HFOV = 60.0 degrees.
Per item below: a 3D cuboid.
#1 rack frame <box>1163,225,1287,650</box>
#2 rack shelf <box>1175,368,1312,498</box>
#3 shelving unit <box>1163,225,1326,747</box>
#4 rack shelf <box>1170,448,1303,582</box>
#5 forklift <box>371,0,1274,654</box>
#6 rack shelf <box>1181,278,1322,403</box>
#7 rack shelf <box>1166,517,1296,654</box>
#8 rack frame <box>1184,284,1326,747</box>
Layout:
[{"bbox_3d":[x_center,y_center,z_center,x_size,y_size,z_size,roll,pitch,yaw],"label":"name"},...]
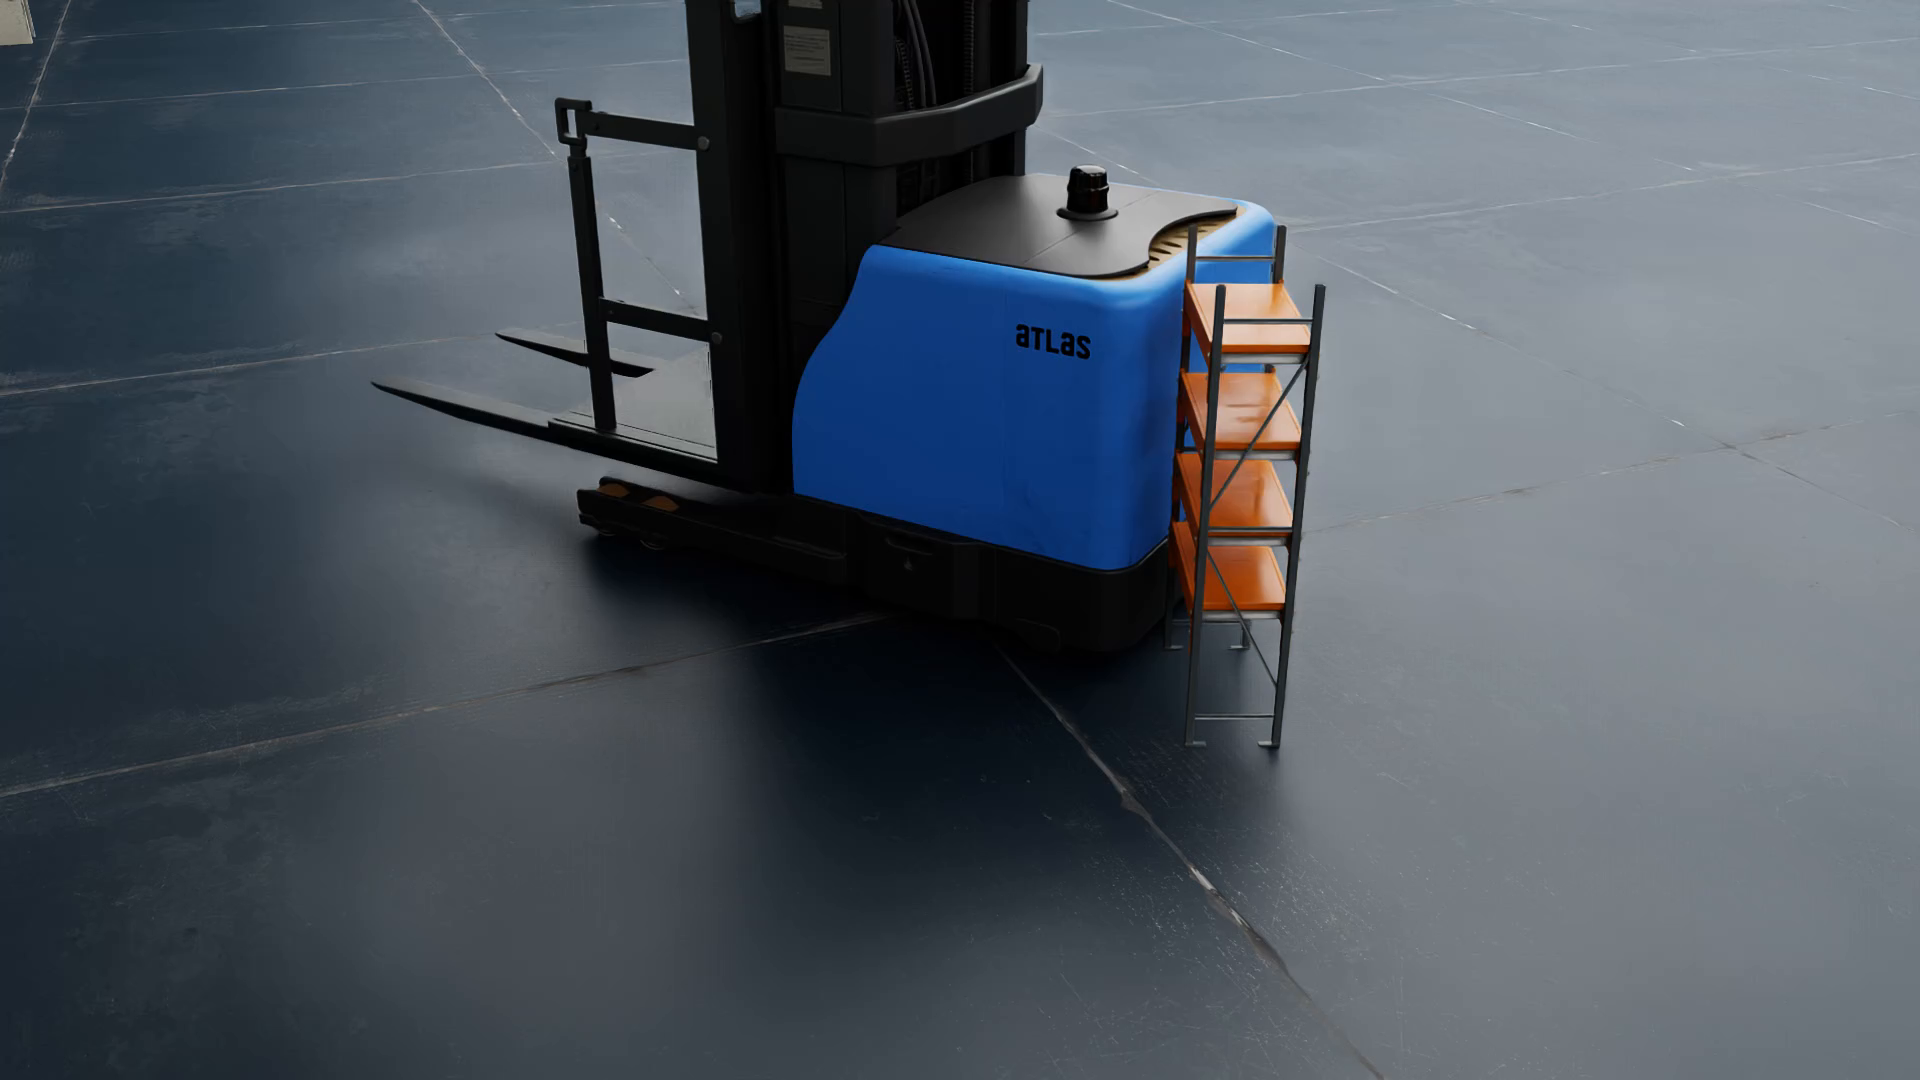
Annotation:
[{"bbox_3d":[0.686,-0.237,4.367,0.240,1.200,0.015,0,26,0],"label":"rack frame"},{"bbox_3d":[0.686,-0.270,4.079,0.258,0.148,0.480,0,26,0],"label":"rack shelf"},{"bbox_3d":[0.686,-0.130,4.148,0.258,1.200,0.503,0,26,0],"label":"shelving unit"},{"bbox_3d":[0.686,-0.069,4.177,0.258,0.148,0.480,0,26,0],"label":"rack shelf"},{"bbox_3d":[-0.615,-1.468,4.916,3.031,2.935,1.130,14,30,27],"label":"forklift"},{"bbox_3d":[0.686,-0.483,3.976,0.258,0.148,0.480,0,26,0],"label":"rack shelf"},{"bbox_3d":[0.686,0.109,4.265,0.258,0.148,0.480,0,26,0],"label":"rack shelf"},{"bbox_3d":[0.686,-0.023,3.929,0.240,1.200,0.015,0,26,0],"label":"rack frame"}]
